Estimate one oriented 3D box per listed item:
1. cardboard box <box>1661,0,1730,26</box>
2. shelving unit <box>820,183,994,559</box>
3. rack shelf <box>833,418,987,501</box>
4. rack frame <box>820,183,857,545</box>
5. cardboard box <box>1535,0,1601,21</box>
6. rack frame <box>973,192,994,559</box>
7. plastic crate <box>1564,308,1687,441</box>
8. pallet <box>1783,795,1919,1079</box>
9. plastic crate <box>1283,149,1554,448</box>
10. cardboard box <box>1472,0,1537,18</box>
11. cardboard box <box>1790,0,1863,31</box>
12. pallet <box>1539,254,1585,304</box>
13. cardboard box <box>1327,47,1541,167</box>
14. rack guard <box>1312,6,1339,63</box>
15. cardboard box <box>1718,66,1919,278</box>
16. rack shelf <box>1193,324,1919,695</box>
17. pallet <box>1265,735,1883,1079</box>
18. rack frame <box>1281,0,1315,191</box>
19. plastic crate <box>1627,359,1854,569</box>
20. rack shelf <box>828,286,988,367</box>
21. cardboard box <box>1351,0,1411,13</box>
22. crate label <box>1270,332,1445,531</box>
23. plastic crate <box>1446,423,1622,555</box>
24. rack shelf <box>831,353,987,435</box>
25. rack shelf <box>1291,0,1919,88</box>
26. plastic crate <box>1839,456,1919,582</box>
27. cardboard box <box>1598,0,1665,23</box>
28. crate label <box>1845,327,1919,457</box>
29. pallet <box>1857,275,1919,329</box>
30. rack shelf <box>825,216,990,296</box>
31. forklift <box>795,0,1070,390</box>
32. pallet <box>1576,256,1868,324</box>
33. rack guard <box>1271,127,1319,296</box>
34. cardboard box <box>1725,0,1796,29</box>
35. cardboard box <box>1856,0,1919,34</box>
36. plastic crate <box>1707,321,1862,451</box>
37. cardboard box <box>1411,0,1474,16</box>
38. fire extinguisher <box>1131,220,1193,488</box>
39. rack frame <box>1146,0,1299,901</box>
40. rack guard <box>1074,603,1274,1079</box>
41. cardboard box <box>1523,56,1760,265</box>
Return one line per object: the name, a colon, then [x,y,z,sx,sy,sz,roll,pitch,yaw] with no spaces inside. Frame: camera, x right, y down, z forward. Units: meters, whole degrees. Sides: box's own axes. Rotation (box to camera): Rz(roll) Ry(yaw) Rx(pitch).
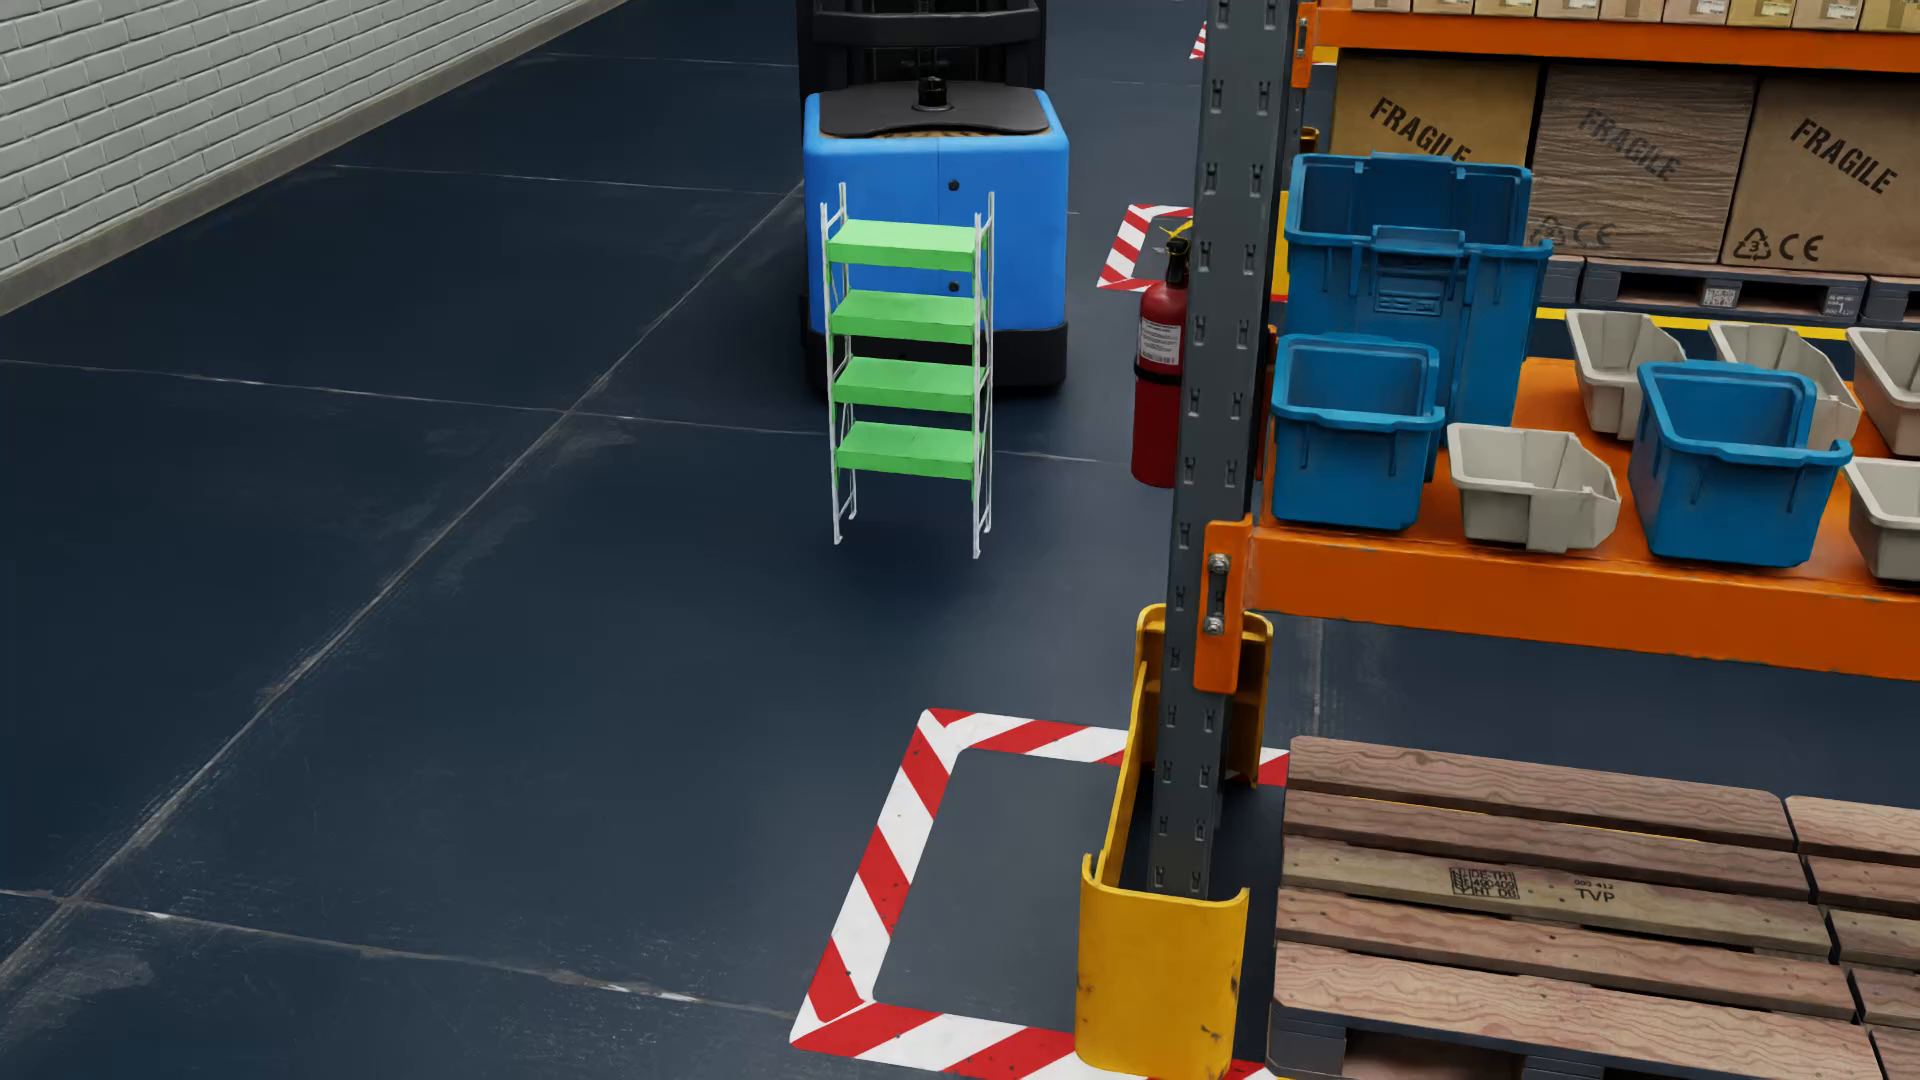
cardboard box: [3.128,-2.324,7.133,0.250,0.149,0.380,6,29,10]
shelving unit: [-0.162,-0.543,5.492,0.503,1.200,0.258,6,29,11]
rack shelf: [-0.162,-0.276,5.638,0.480,0.148,0.258,6,29,11]
rack frame: [-0.401,-0.567,5.537,0.015,1.200,0.240,6,29,11]
cardboard box: [2.627,-2.376,7.228,0.250,0.149,0.380,5,29,10]
rack frame: [0.077,-0.518,5.448,0.015,1.200,0.240,6,29,11]
plastic crate: [1.393,-0.341,3.461,0.243,0.136,0.396,6,29,11]
pallet: [2.545,1.021,3.666,1.213,0.211,1.003,6,29,11]
plastic crate: [0.924,-0.523,3.482,0.499,0.435,0.616,6,29,11]
cardboard box: [2.372,-2.401,7.274,0.250,0.149,0.380,5,29,9]
cardboard box: [3.632,-2.273,7.040,0.250,0.149,0.380,6,29,11]
pallet: [2.390,-1.486,8.245,1.213,0.211,1.003,6,29,11]
cardboard box: [2.234,-1.978,8.015,0.875,0.875,0.875,6,29,11]
rack guard: [2.801,-3.968,12.477,0.348,0.500,1.175,6,29,11]
cardboard box: [3.995,-1.798,7.686,0.875,0.875,0.875,6,29,11]
rack shelf: [2.513,0.089,3.212,4.000,0.370,1.077,6,29,11]
pallet: [1.356,0.897,3.891,1.213,0.211,1.003,6,29,11]
rack frame: [1.592,-2.753,7.654,0.127,3.000,1.000,6,29,11]
plastic crate: [1.374,-0.134,2.983,0.300,0.233,0.416,6,29,11]
rack shelf: [-0.162,-0.697,5.408,0.480,0.148,0.258,6,29,11]
cardboard box: [1.870,-2.452,7.367,0.250,0.149,0.380,6,29,11]
crate label: [0.730,-0.200,3.104,0.303,0.233,0.416,6,29,11]
plastic crate: [1.027,-0.087,2.997,0.298,0.136,0.250,6,29,11]
rack shelf: [-0.162,-0.487,5.523,0.480,0.148,0.258,6,29,11]
rack shelf: [3.548,-2.237,7.461,4.000,0.370,1.077,6,29,11]
plastic crate: [1.690,-0.019,2.873,0.298,0.136,0.250,6,29,11]
cardboard box: [2.875,-2.350,7.180,0.250,0.149,0.380,5,29,10]
crate label: [1.951,-0.288,3.365,0.243,0.136,0.396,6,29,11]
pallet: [4.776,-1.241,7.798,1.213,0.211,1.003,6,29,11]
rack shelf: [-0.162,-0.908,5.292,0.480,0.148,0.258,6,29,11]
forklift: [-0.187,-2.561,7.377,1.130,2.935,3.031,-2,29,-4]
pallet: [3.580,-1.363,8.019,1.213,0.211,1.003,6,29,11]
rack guard: [1.568,-1.659,8.259,0.348,0.500,1.175,6,29,11]
cardboard box: [3.375,-2.298,7.086,0.250,0.149,0.380,5,29,9]
cardboard box: [3.880,-2.247,6.992,0.250,0.149,0.380,5,29,10]
plastic crate: [1.673,-0.305,3.395,0.243,0.136,0.396,6,29,11]
cardboard box: [2.121,-2.427,7.321,0.250,0.149,0.380,5,29,10]
fire extinguisher: [0.505,-0.458,3.931,0.183,0.674,0.296,6,29,11]
rack frame: [0.558,-0.427,3.406,0.127,3.000,1.000,6,29,11]
rack guard: [0.531,0.673,3.999,0.348,0.500,1.175,6,29,11]
cardboard box: [3.124,-1.887,7.849,0.875,0.875,0.875,6,29,11]
